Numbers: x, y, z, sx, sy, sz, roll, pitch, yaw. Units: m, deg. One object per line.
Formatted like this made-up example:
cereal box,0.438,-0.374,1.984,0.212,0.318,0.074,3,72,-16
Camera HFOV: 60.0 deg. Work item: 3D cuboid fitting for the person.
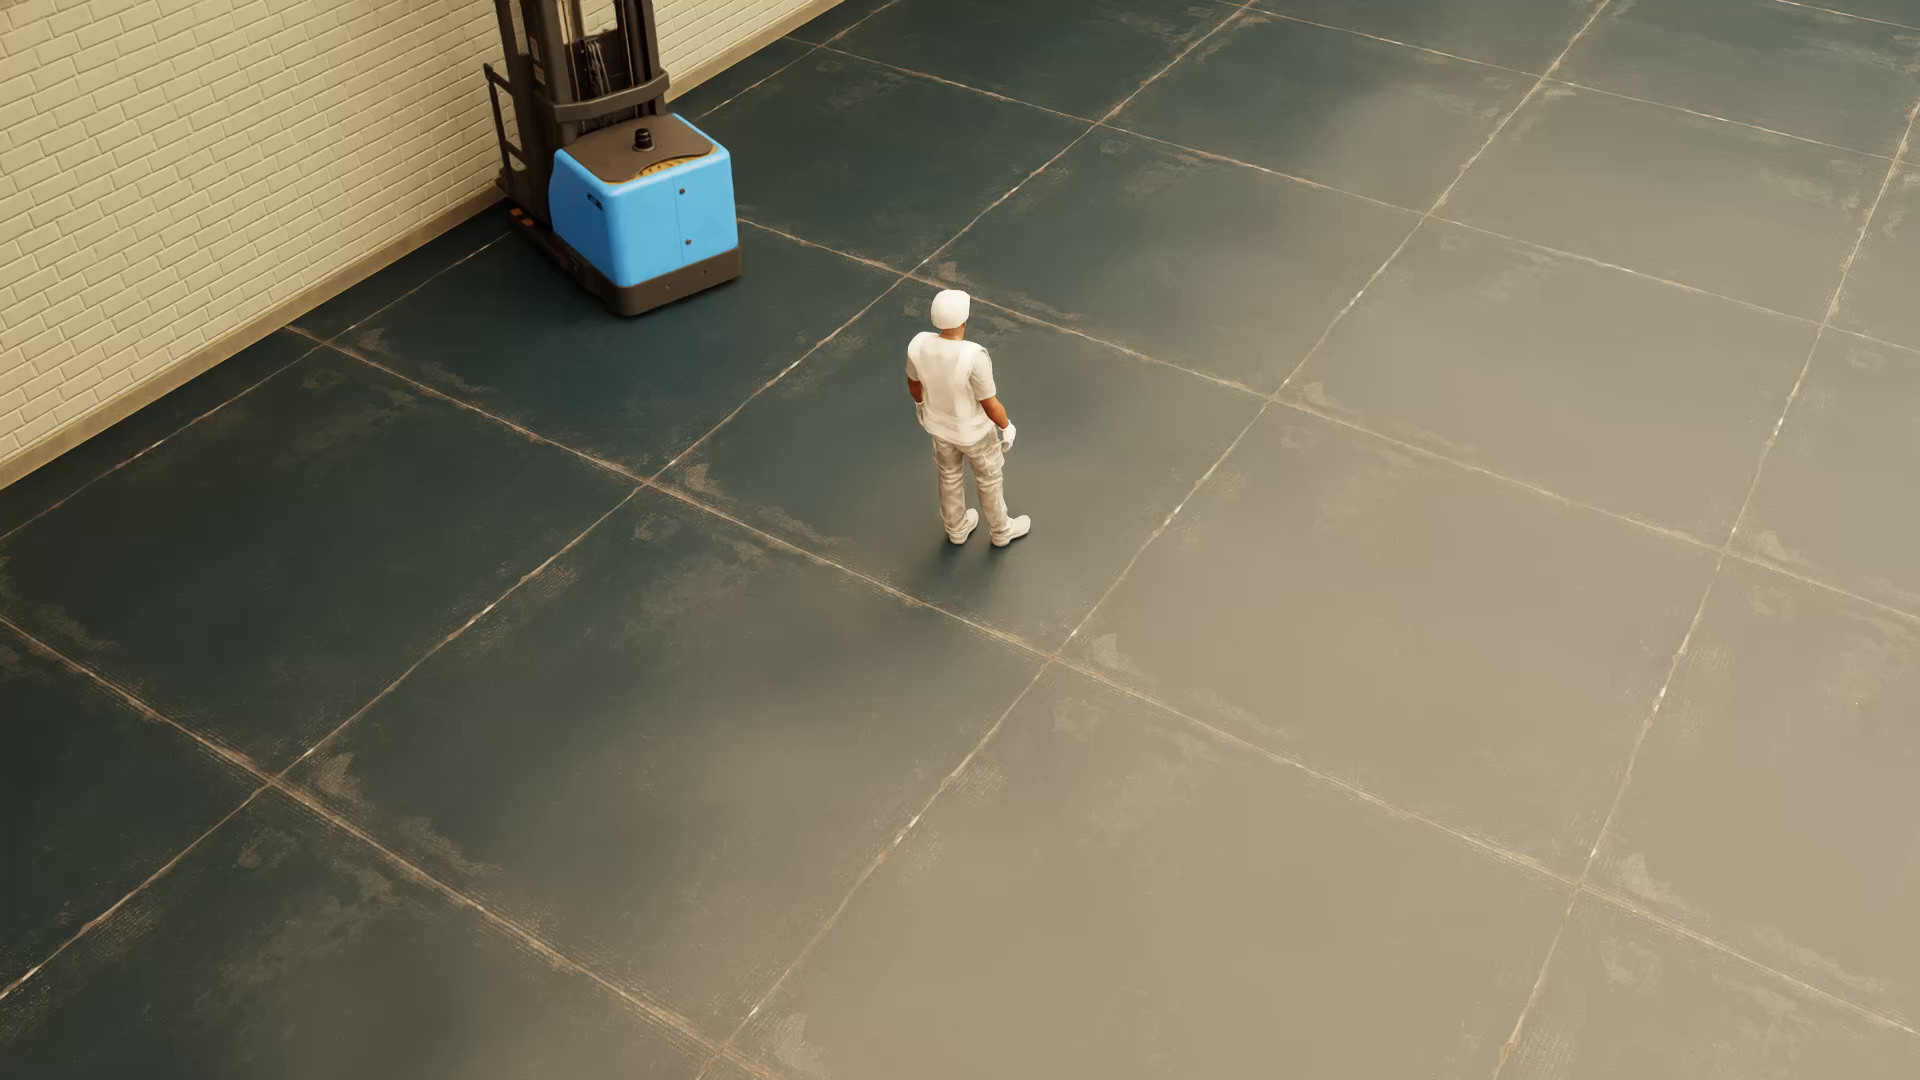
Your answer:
person,0.046,-0.723,9.696,0.657,1.785,0.575,22,45,24

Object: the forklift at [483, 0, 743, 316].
forklift,-2.926,-3.639,12.261,1.130,2.935,3.031,-26,47,-28
